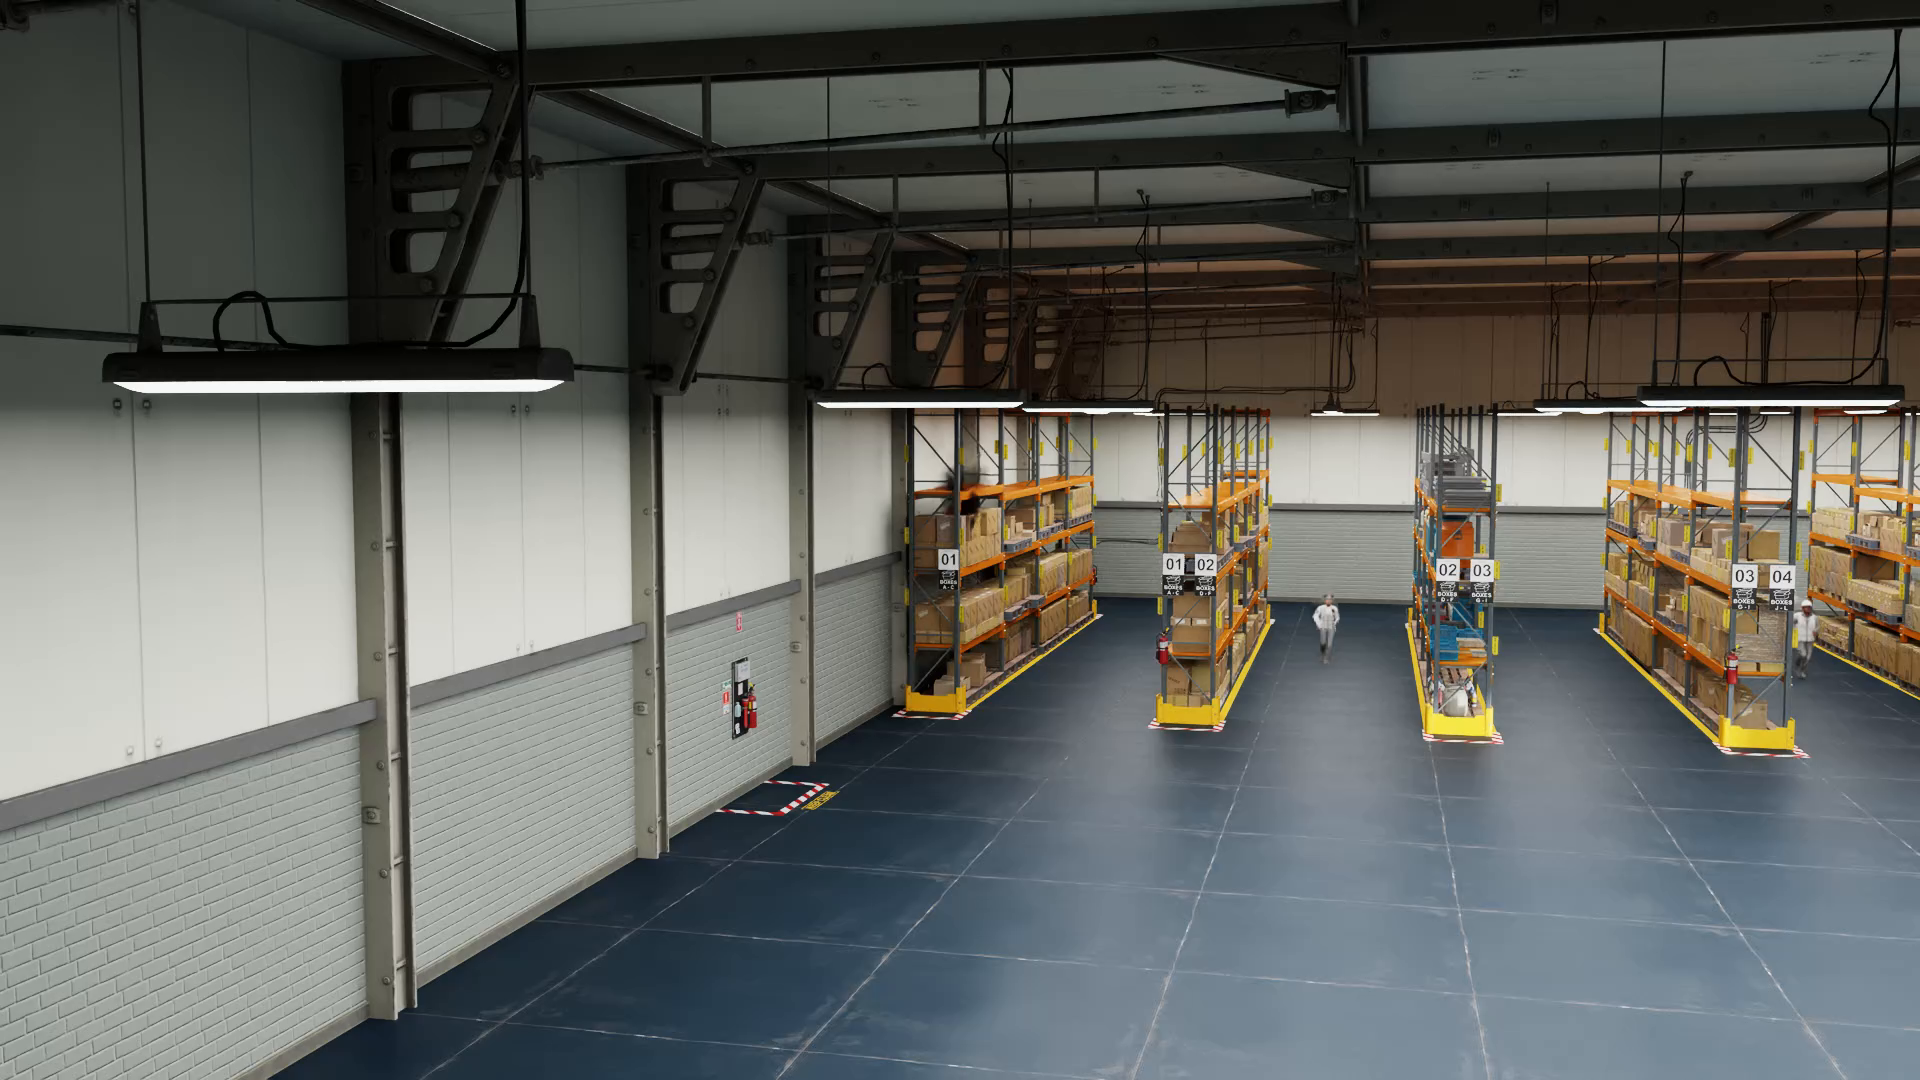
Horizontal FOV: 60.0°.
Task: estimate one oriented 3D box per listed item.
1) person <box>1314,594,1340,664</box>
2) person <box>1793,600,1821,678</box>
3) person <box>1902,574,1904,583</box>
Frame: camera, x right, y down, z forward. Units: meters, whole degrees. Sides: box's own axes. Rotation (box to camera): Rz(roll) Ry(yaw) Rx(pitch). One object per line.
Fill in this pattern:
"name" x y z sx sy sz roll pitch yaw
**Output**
"person" 8.543 2.071 38.682 0.589 1.648 0.576 0 4 5
"person" 18.550 2.182 36.522 0.632 1.728 0.733 1 4 8
"person" 24.861 1.704 43.917 0.861 1.656 0.592 1 4 10
